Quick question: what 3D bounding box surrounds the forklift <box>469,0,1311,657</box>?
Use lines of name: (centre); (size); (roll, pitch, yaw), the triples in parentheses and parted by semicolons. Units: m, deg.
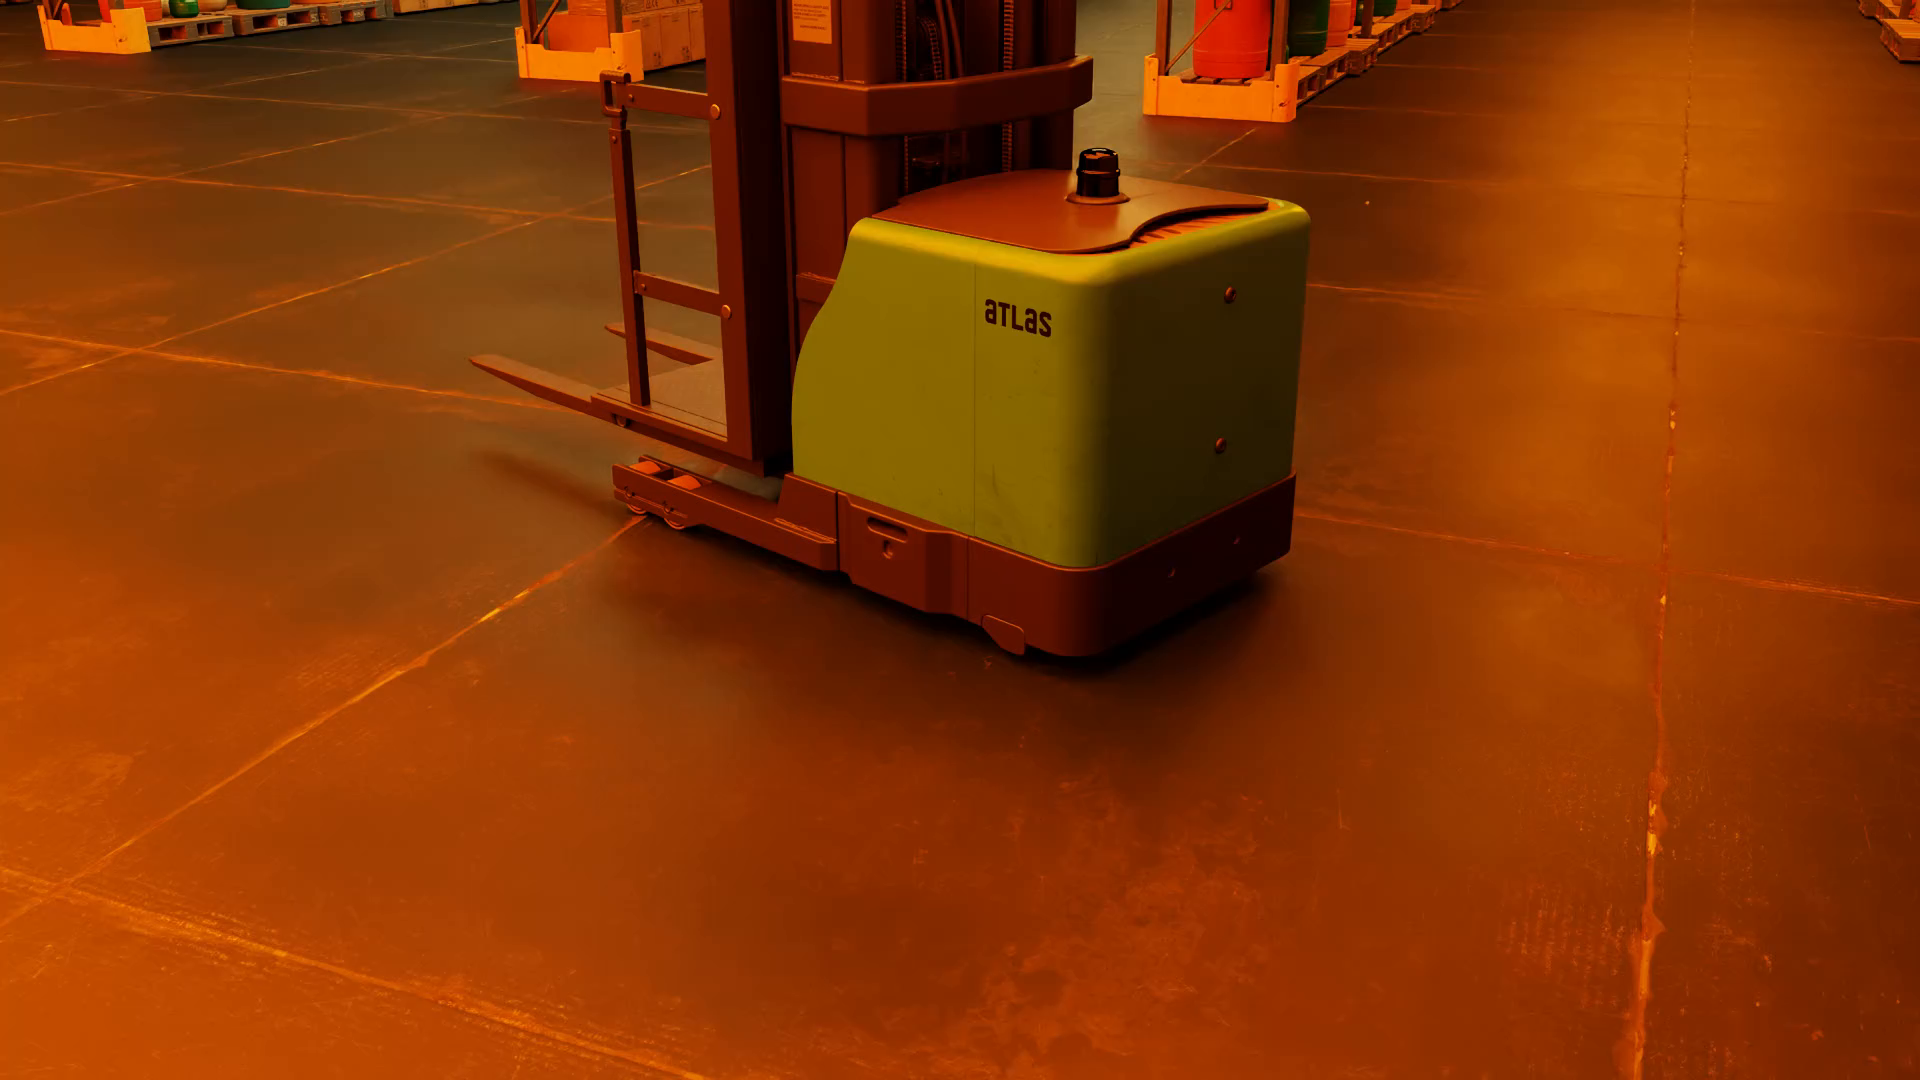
forklift: (-0.464, -1.516, 4.919); (3.031, 2.935, 1.130); (19, 30, 38)
